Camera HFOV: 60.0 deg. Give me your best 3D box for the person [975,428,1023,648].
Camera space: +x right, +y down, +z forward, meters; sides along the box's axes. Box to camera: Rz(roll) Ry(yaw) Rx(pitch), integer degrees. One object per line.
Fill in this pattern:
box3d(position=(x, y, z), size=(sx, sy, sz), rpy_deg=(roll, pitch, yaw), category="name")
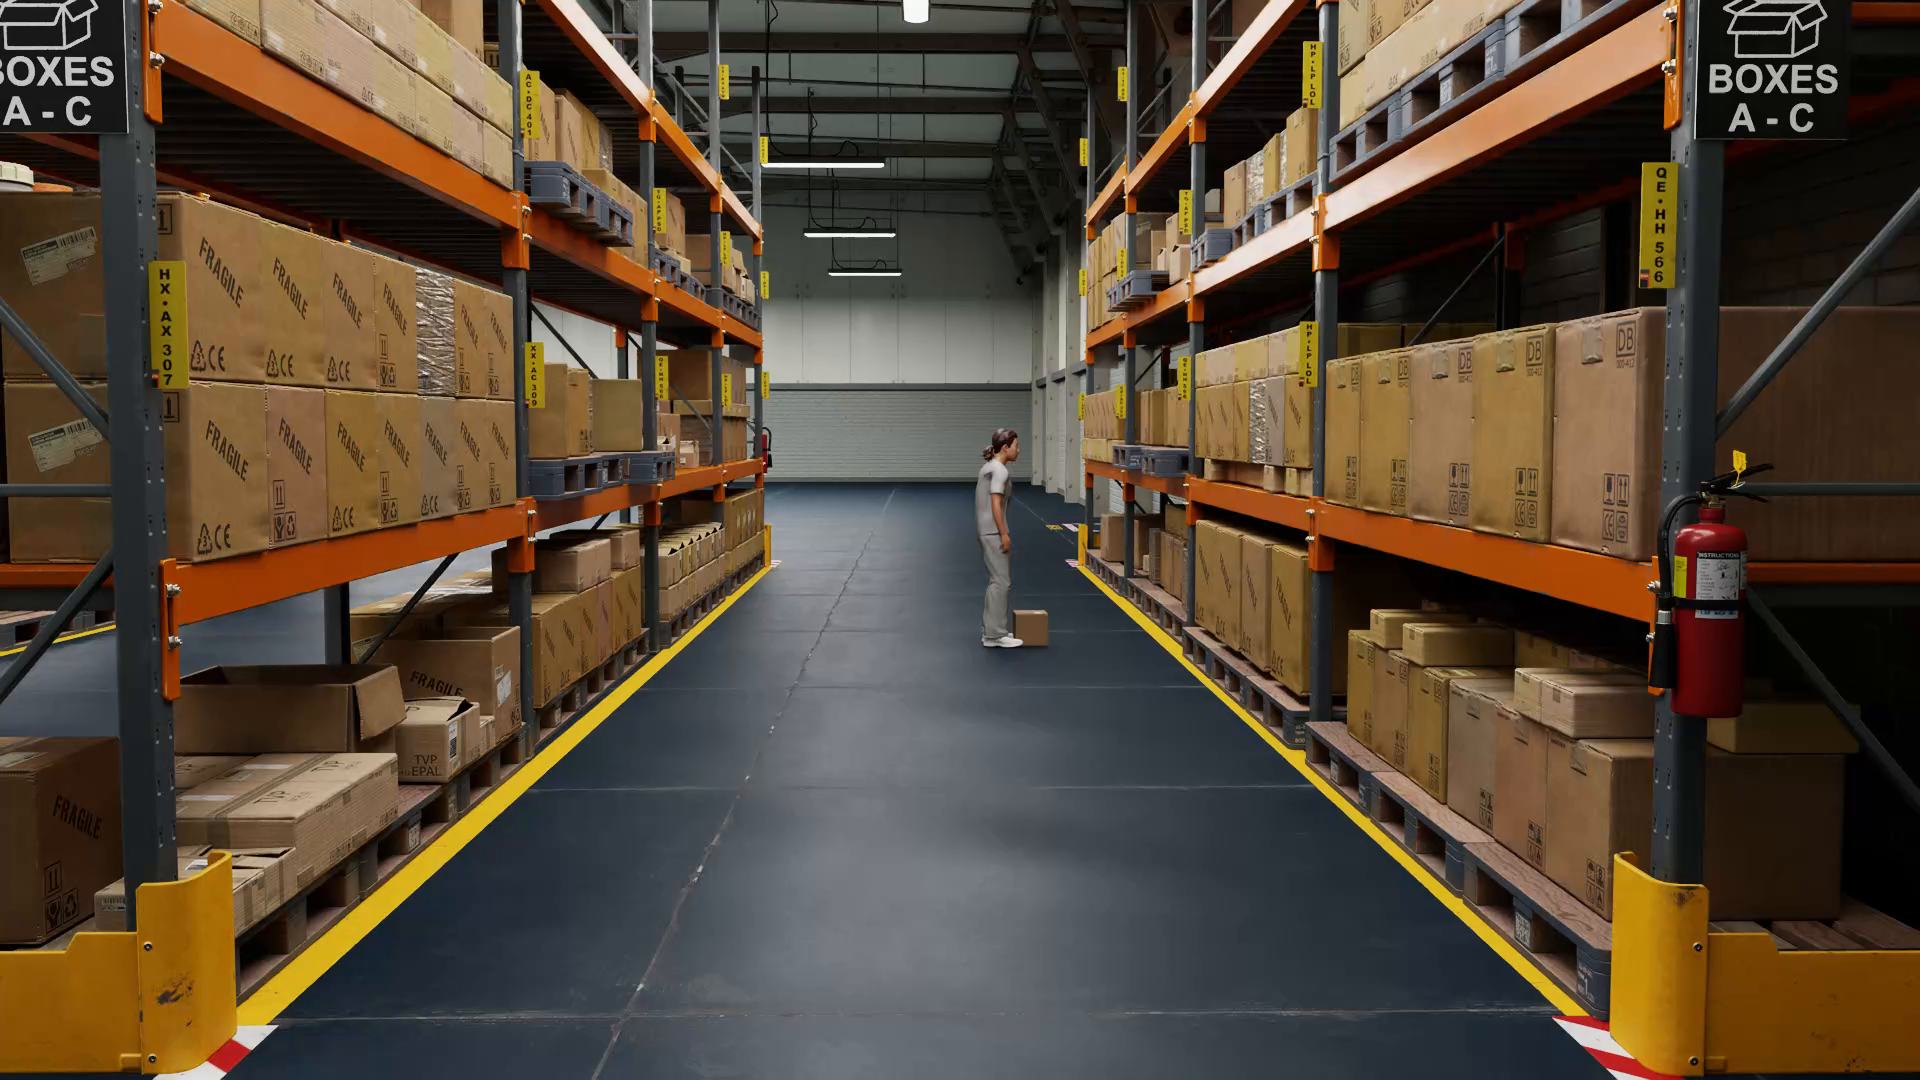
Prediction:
box3d(position=(0.300, -0.026, 12.847), size=(0.365, 1.671, 0.514), rpy_deg=(0, 4, -5), category="person")
